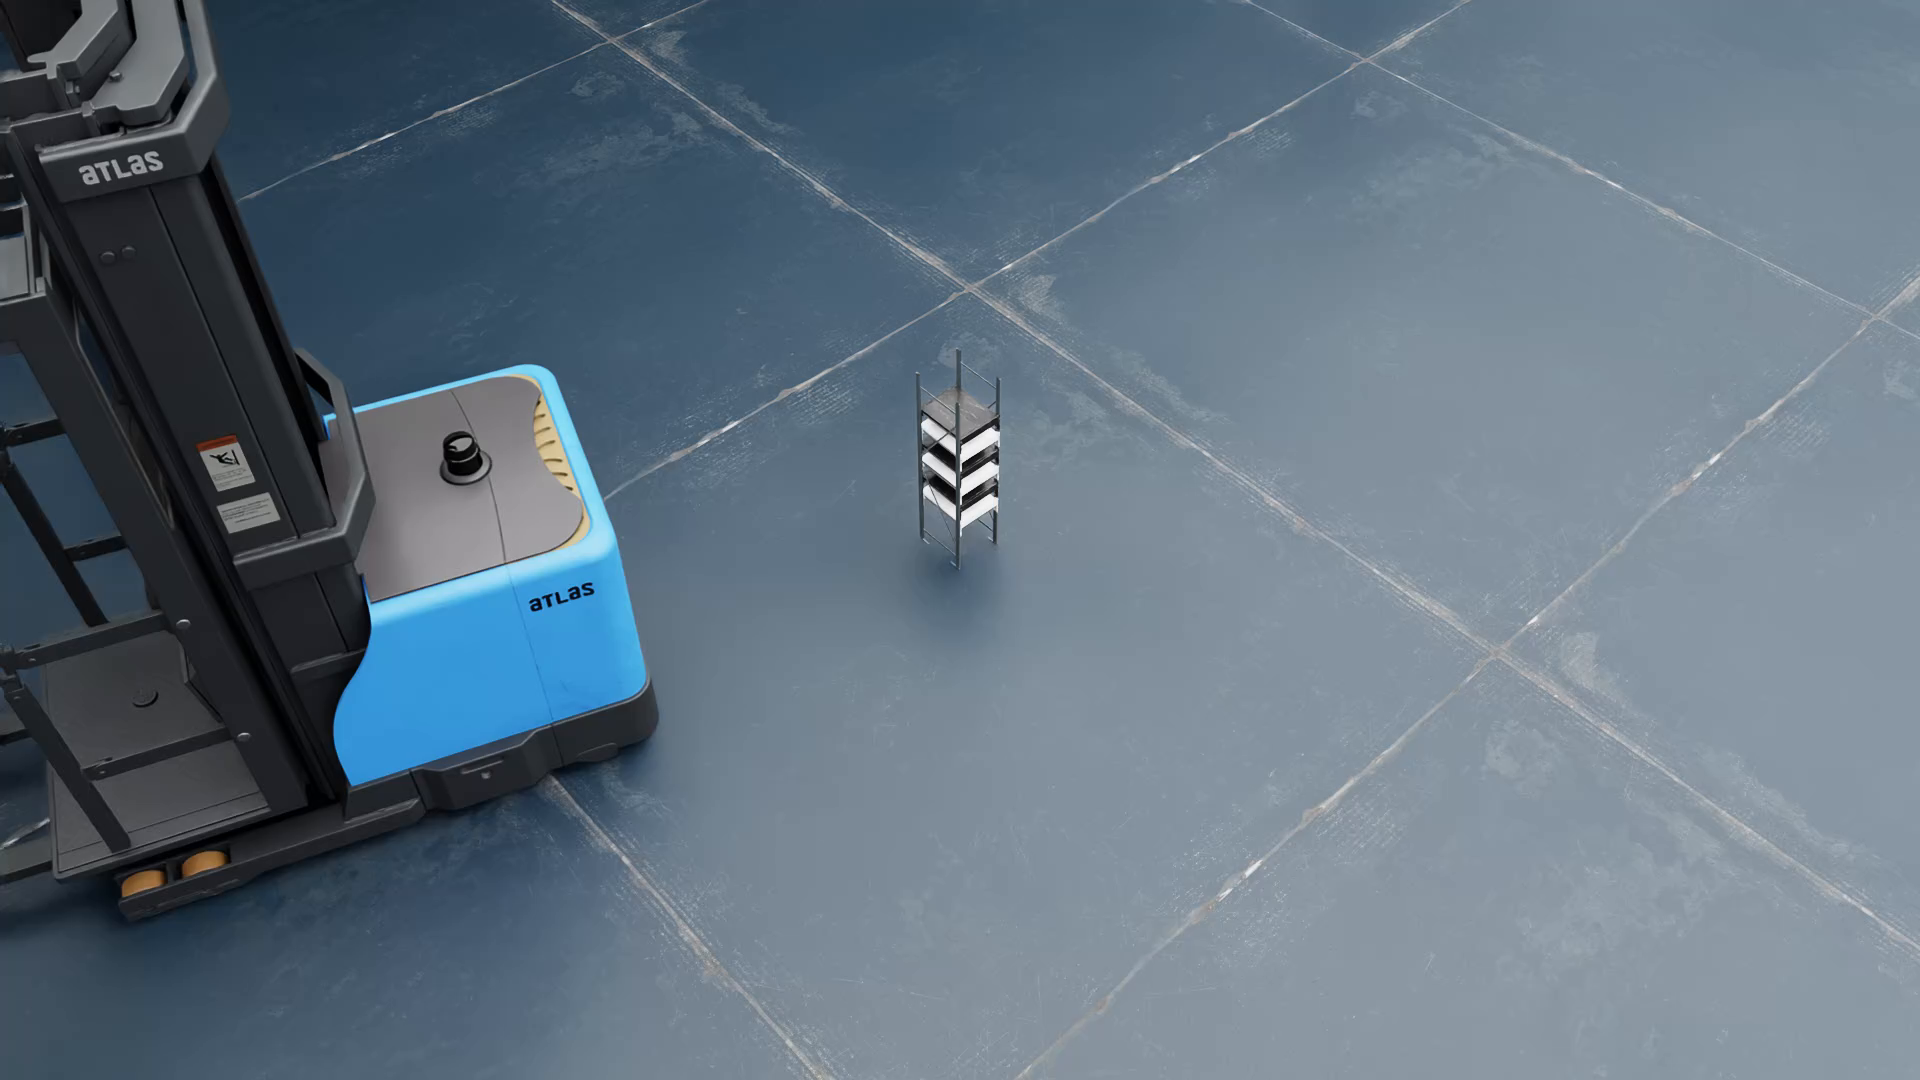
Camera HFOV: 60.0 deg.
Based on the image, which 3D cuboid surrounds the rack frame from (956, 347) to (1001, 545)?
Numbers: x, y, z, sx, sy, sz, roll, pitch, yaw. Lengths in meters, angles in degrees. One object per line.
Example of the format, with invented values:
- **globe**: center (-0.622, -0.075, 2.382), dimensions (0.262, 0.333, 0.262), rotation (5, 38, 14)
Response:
- **rack frame**: center (0.069, -0.351, 6.515), dimensions (0.006, 0.900, 0.240), rotation (-34, 56, -27)

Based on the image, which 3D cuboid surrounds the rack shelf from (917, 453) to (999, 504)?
- **rack shelf**: center (-0.006, -0.279, 6.493), dimensions (0.200, 0.077, 0.258), rotation (-34, 56, -27)

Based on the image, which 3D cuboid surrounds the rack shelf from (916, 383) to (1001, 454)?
- **rack shelf**: center (-0.006, -0.462, 6.295), dimensions (0.200, 0.077, 0.258), rotation (-34, 56, -27)

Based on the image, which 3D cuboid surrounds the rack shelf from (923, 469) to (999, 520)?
- **rack shelf**: center (-0.006, -0.218, 6.559), dimensions (0.200, 0.077, 0.258), rotation (-34, 56, -27)

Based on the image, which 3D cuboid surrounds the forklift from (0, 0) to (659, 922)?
- **forklift**: center (-2.669, -0.166, 4.962), dimensions (3.031, 2.935, 1.130), rotation (-17, 50, -15)

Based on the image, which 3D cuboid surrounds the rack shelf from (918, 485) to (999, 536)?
- **rack shelf**: center (-0.006, -0.156, 6.626), dimensions (0.200, 0.077, 0.258), rotation (-34, 56, -27)

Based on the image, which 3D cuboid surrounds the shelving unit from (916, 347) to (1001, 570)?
- **shelving unit**: center (-0.006, -0.301, 6.469), dimensions (0.210, 0.900, 0.258), rotation (-34, 56, -27)

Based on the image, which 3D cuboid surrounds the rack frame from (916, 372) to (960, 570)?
- **rack frame**: center (-0.081, -0.251, 6.422), dimensions (0.006, 0.900, 0.240), rotation (-34, 56, -27)

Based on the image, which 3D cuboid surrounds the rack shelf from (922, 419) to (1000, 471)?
- **rack shelf**: center (-0.006, -0.401, 6.361), dimensions (0.200, 0.077, 0.258), rotation (-34, 56, -27)

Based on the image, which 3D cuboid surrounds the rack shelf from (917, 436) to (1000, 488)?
- **rack shelf**: center (-0.006, -0.340, 6.427), dimensions (0.200, 0.077, 0.258), rotation (-34, 56, -27)
